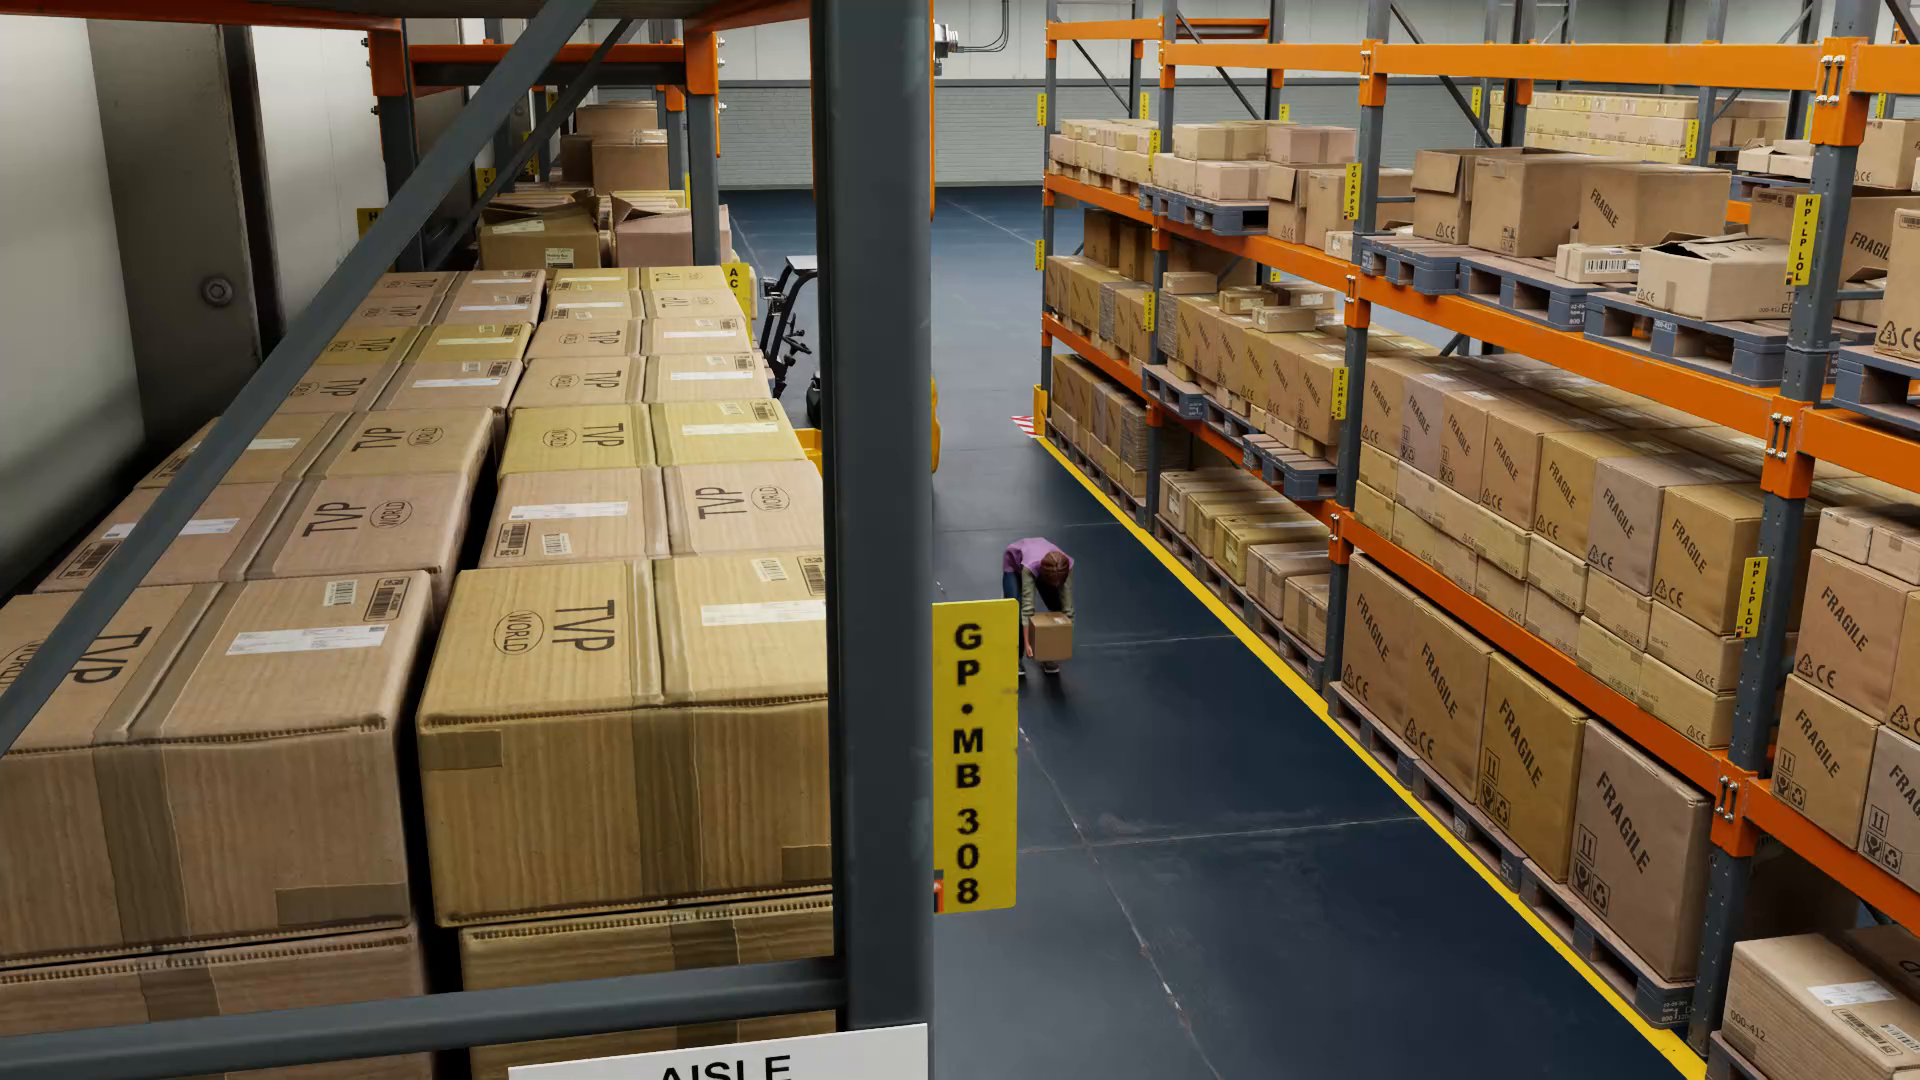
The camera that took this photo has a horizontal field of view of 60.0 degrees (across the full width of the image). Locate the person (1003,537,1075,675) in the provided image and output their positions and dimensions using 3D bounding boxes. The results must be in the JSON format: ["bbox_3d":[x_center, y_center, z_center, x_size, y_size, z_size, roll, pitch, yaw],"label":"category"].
[{"bbox_3d":[0.533,0.464,11.086,0.420,0.979,0.861,-4,17,-13],"label":"person"}]
